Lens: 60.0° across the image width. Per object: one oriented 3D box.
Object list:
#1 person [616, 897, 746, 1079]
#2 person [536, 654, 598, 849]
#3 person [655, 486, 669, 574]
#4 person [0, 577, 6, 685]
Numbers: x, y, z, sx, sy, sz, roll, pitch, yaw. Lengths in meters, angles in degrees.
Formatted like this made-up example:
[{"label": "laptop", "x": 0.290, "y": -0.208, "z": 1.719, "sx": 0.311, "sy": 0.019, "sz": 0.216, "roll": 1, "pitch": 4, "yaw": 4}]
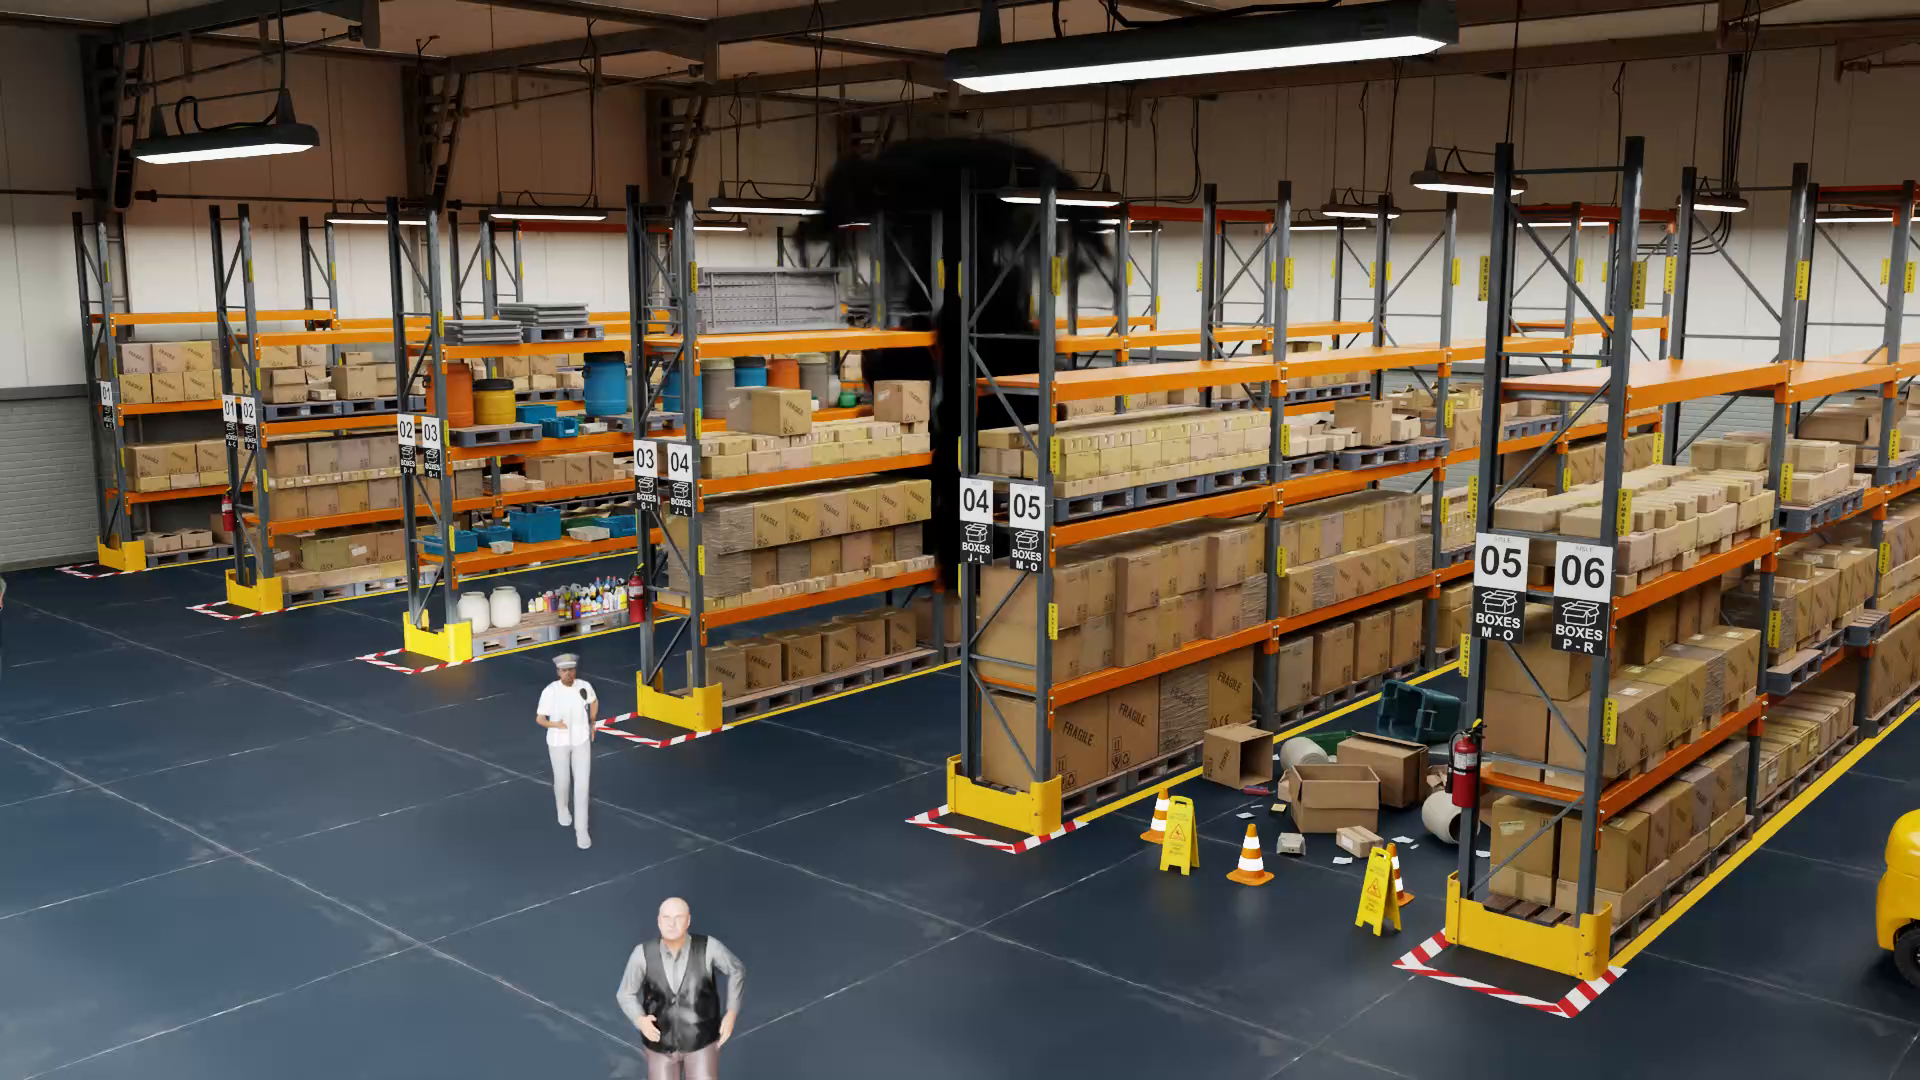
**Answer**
[{"label": "person", "x": -1.553, "y": 2.821, "z": 9.246, "sx": 0.708, "sy": 1.690, "sz": 0.555, "roll": -1, "pitch": 9, "yaw": -4}, {"label": "person", "x": -3.514, "y": 1.842, "z": 14.985, "sx": 0.578, "sy": 1.690, "sz": 0.870, "roll": -3, "pitch": 10, "yaw": -20}, {"label": "person", "x": -4.990, "y": -0.265, "z": 27.445, "sx": 0.648, "sy": 1.773, "sz": 0.688, "roll": 6, "pitch": 11, "yaw": 34}, {"label": "person", "x": -12.115, "y": 0.954, "z": 20.647, "sx": 0.520, "sy": 1.635, "sz": 0.706, "roll": -5, "pitch": 11, "yaw": -29}]
